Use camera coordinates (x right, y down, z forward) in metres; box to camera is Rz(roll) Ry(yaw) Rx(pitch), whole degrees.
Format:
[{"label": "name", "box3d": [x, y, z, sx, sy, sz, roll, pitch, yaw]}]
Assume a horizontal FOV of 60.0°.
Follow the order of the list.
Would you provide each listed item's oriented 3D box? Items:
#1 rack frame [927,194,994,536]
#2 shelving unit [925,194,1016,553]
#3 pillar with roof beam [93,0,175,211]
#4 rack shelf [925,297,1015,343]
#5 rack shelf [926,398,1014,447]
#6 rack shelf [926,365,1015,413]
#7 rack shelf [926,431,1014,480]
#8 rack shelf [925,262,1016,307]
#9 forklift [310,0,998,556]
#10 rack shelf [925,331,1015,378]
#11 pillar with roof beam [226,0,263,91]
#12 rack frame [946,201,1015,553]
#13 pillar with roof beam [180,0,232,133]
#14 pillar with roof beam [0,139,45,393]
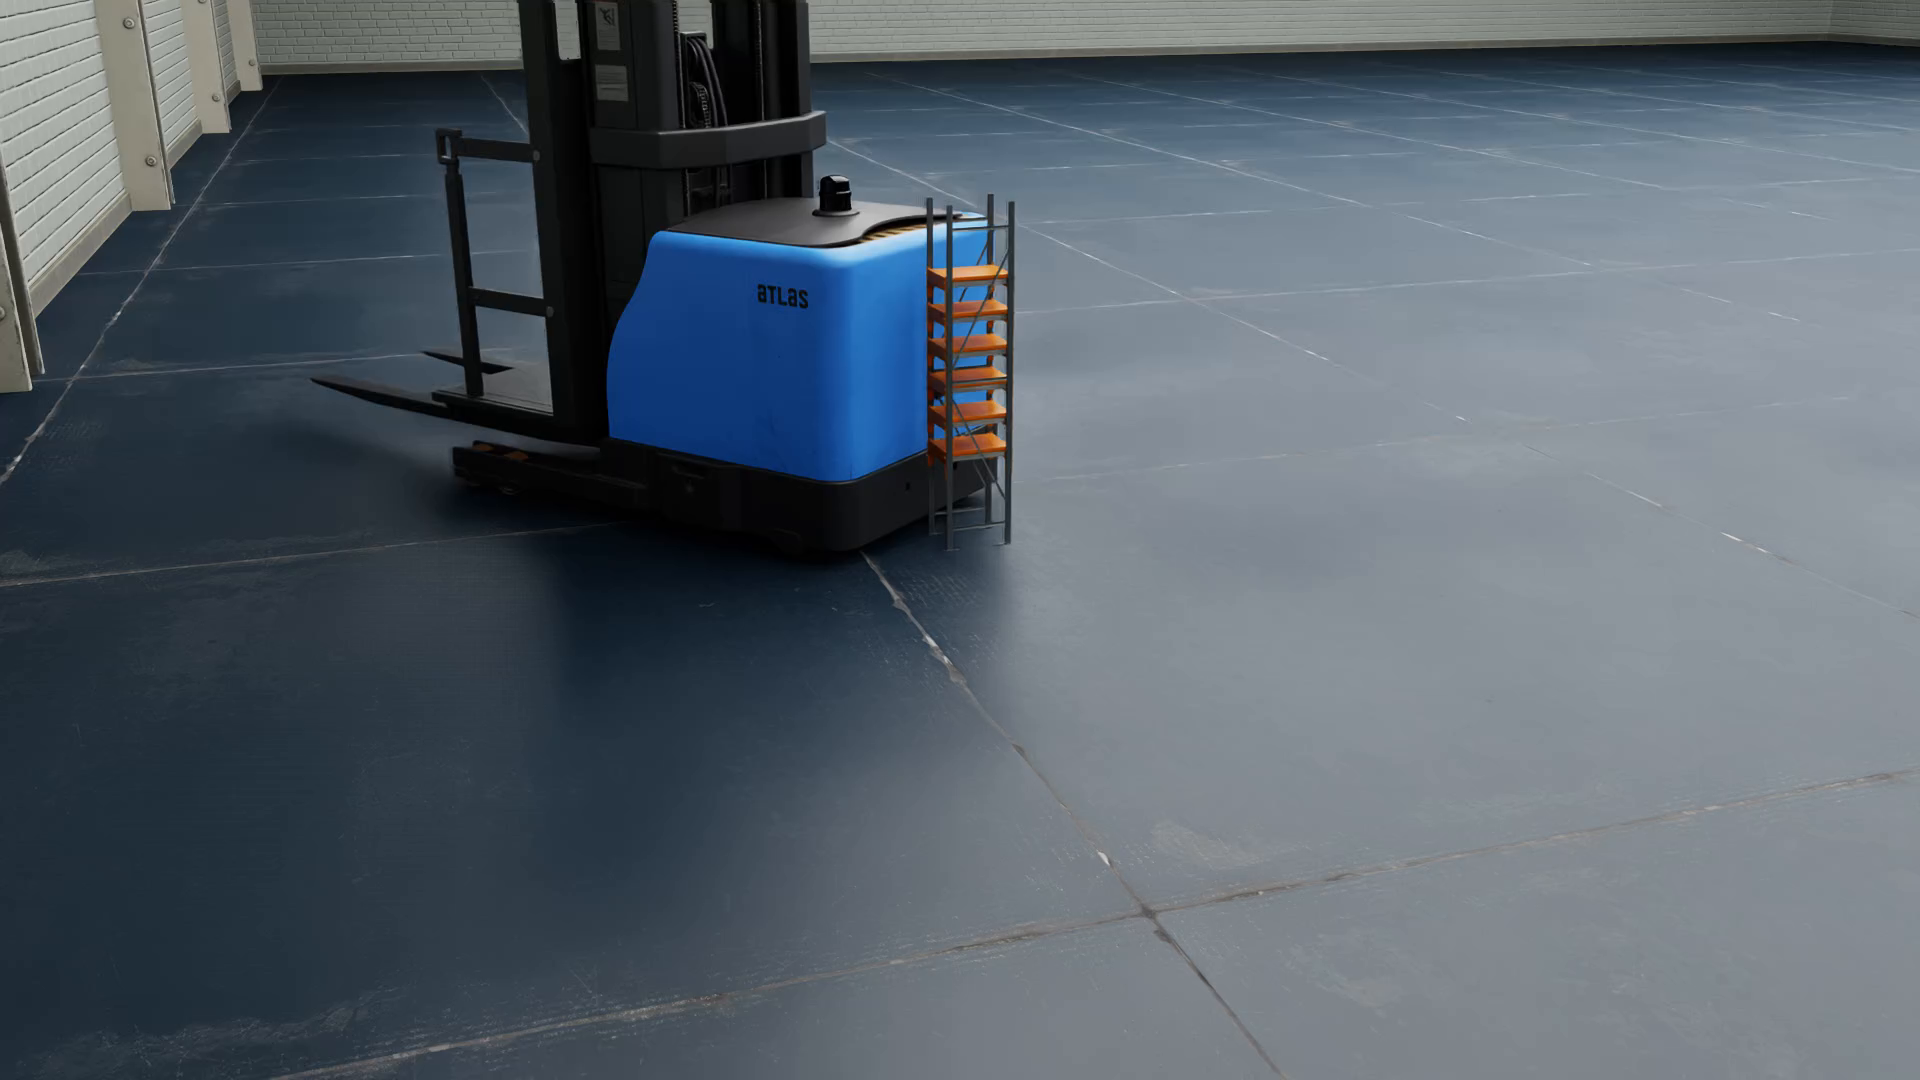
[{"label": "rack frame", "box3d": [0.000, -0.593, 5.791, 0.240, 1.200, 0.006, -7, 21, -20]}, {"label": "shelving unit", "box3d": [0.034, -0.564, 5.711, 0.258, 1.200, 0.189, -7, 21, -20]}, {"label": "pillar with roof beam", "box3d": [-2.418, -7.373, 13.131, 9.100, 9.000, 0.400, -6, 21, -17]}, {"label": "rack shelf", "box3d": [0.034, -0.748, 5.645, 0.258, 0.103, 0.180, -7, 21, -20]}, {"label": "rack shelf", "box3d": [0.034, -0.409, 5.767, 0.258, 0.103, 0.180, -7, 21, -20]}, {"label": "rack shelf", "box3d": [0.034, -0.522, 5.726, 0.258, 0.103, 0.180, -7, 21, -20]}, {"label": "rack shelf", "box3d": [0.033, -0.296, 5.807, 0.258, 0.103, 0.180, -7, 21, -20]}, {"label": "rack shelf", "box3d": [0.034, -0.861, 5.605, 0.258, 0.103, 0.180, -7, 21, -20]}, {"label": "forklift", "box3d": [-1.372, -1.688, 6.279, 3.031, 2.935, 1.130, 12, 23, 31]}, {"label": "rack shelf", "box3d": [0.034, -0.635, 5.686, 0.258, 0.103, 0.180, -7, 21, -20]}, {"label": "pillar with roof beam", "box3d": [-6.189, -11.224, 23.852, 9.100, 9.000, 0.400, -6, 21, -17]}, {"label": "rack frame", "box3d": [0.067, -0.535, 5.631, 0.240, 1.200, 0.006, -7, 21, -20]}, {"label": "pillar with roof beam", "box3d": [-4.304, -9.298, 18.491, 9.100, 9.000, 0.400, -6, 21, -17]}, {"label": "pillar with roof beam", "box3d": [-0.532, -5.447, 7.770, 9.100, 9.000, 0.400, -6, 21, -17]}]
